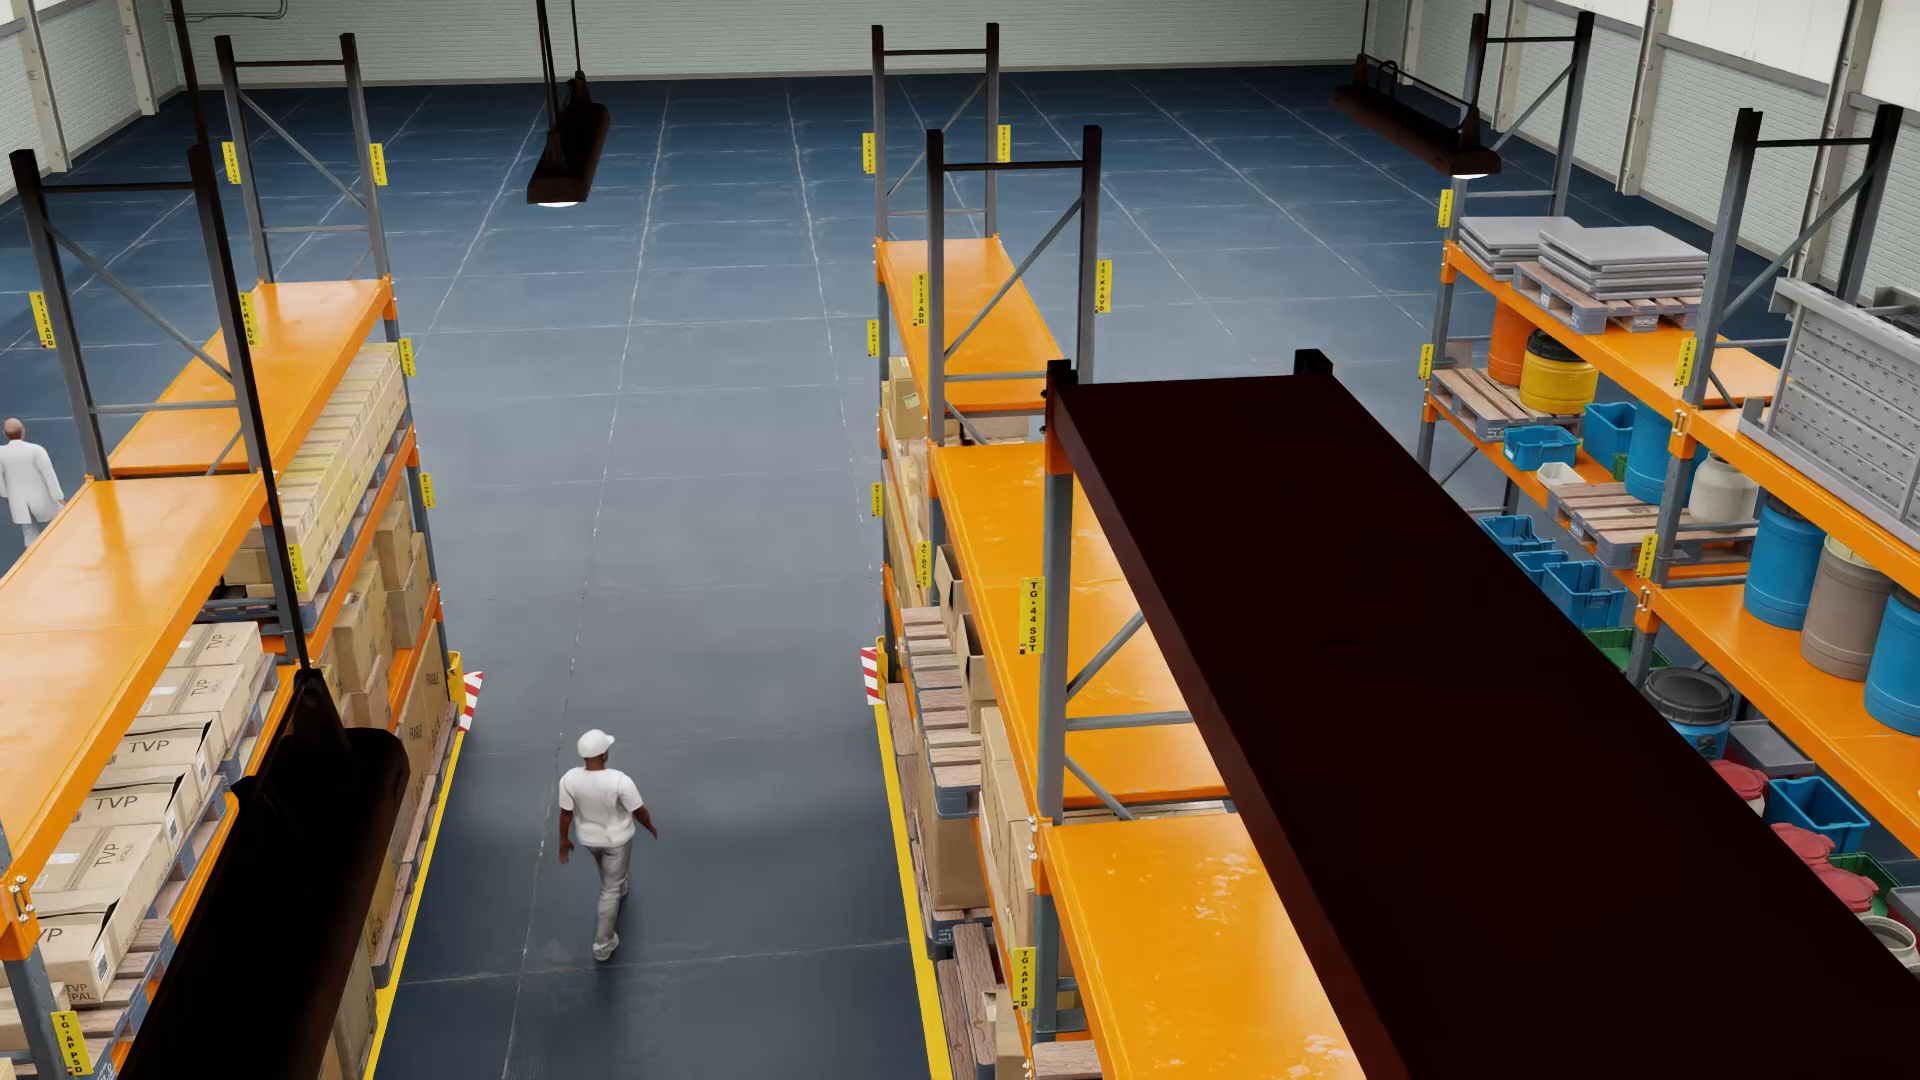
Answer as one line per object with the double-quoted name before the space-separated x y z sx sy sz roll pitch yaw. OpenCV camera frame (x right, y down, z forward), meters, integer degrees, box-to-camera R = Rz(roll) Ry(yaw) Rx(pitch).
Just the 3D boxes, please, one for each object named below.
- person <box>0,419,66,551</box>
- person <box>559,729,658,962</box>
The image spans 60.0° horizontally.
"person" -9.666 -0.423 17.354 0.653 1.813 0.665 -5 26 -10
"person" -2.540 2.080 12.109 0.639 1.701 1.054 5 26 11
